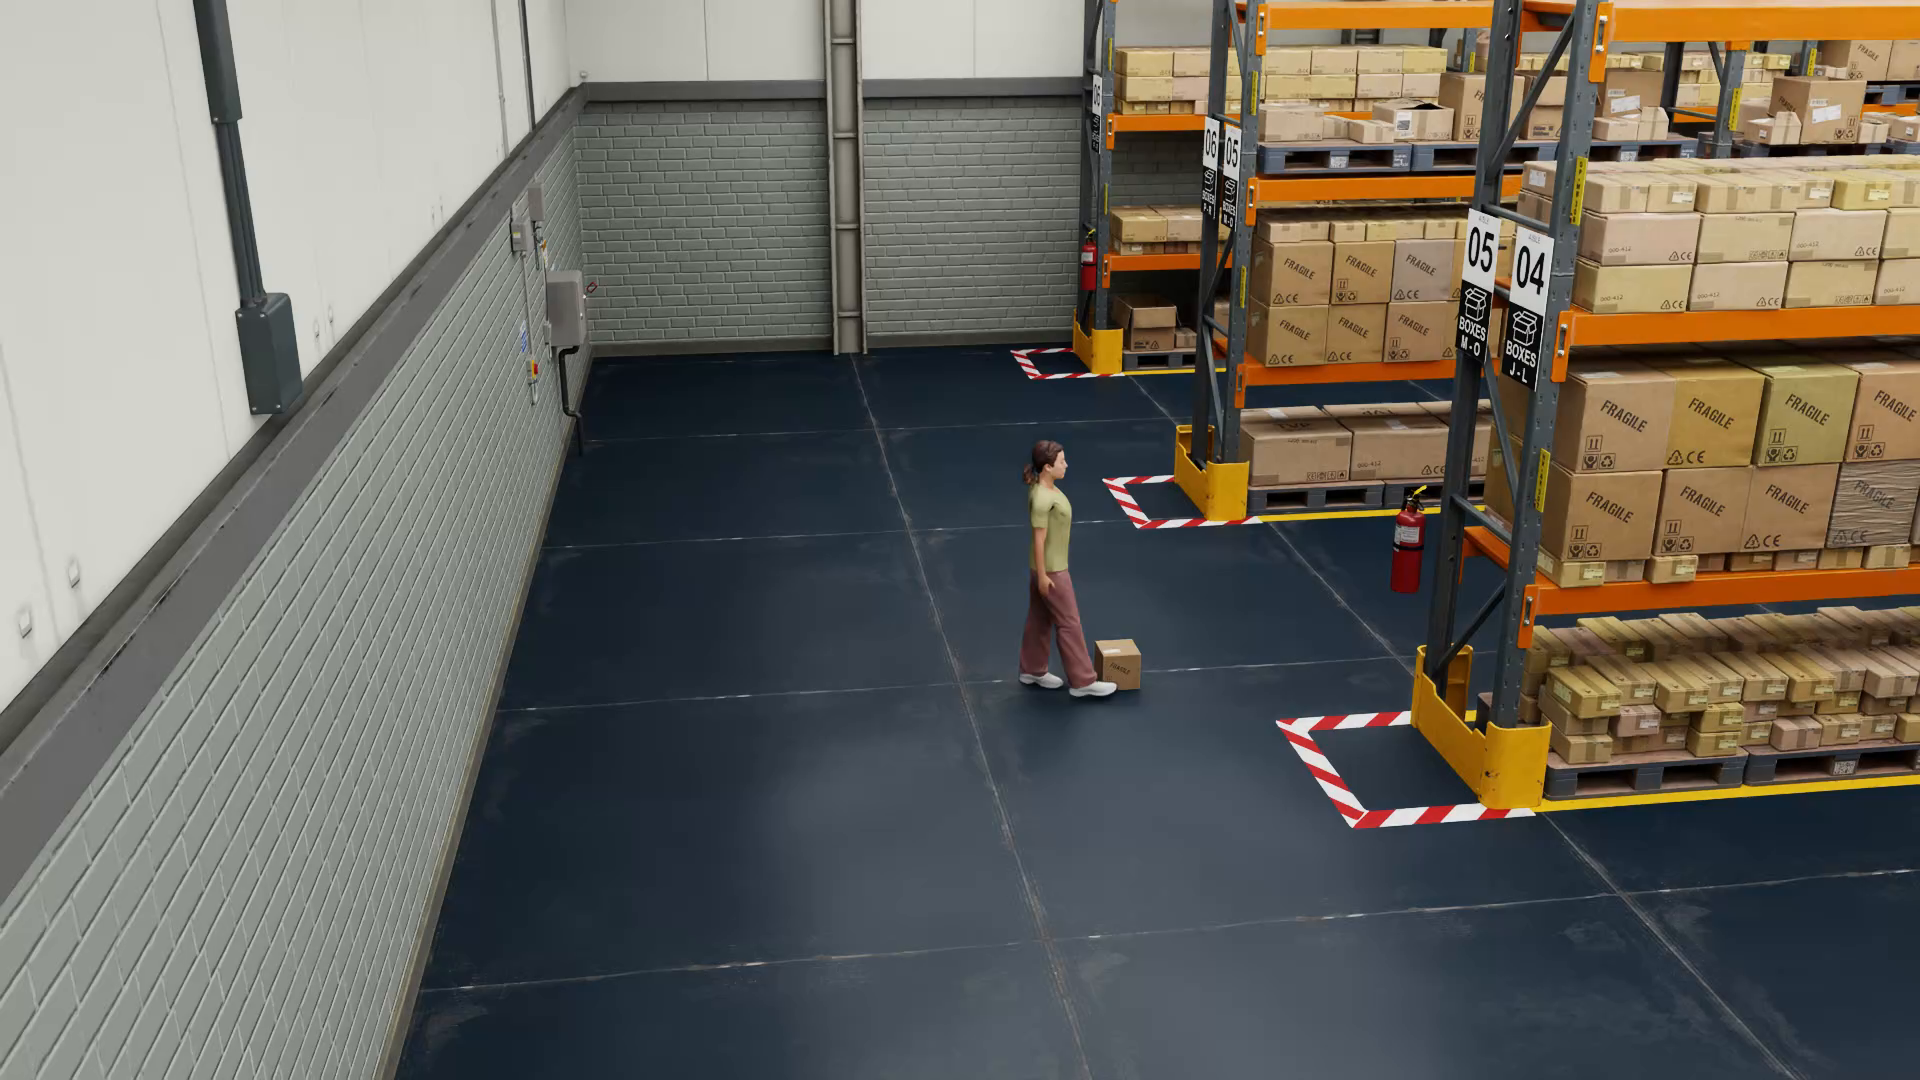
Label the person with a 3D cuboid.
[{"bbox_3d":[0.692,0.161,10.585,0.636,1.640,0.448,0,20,0],"label":"person"}]
